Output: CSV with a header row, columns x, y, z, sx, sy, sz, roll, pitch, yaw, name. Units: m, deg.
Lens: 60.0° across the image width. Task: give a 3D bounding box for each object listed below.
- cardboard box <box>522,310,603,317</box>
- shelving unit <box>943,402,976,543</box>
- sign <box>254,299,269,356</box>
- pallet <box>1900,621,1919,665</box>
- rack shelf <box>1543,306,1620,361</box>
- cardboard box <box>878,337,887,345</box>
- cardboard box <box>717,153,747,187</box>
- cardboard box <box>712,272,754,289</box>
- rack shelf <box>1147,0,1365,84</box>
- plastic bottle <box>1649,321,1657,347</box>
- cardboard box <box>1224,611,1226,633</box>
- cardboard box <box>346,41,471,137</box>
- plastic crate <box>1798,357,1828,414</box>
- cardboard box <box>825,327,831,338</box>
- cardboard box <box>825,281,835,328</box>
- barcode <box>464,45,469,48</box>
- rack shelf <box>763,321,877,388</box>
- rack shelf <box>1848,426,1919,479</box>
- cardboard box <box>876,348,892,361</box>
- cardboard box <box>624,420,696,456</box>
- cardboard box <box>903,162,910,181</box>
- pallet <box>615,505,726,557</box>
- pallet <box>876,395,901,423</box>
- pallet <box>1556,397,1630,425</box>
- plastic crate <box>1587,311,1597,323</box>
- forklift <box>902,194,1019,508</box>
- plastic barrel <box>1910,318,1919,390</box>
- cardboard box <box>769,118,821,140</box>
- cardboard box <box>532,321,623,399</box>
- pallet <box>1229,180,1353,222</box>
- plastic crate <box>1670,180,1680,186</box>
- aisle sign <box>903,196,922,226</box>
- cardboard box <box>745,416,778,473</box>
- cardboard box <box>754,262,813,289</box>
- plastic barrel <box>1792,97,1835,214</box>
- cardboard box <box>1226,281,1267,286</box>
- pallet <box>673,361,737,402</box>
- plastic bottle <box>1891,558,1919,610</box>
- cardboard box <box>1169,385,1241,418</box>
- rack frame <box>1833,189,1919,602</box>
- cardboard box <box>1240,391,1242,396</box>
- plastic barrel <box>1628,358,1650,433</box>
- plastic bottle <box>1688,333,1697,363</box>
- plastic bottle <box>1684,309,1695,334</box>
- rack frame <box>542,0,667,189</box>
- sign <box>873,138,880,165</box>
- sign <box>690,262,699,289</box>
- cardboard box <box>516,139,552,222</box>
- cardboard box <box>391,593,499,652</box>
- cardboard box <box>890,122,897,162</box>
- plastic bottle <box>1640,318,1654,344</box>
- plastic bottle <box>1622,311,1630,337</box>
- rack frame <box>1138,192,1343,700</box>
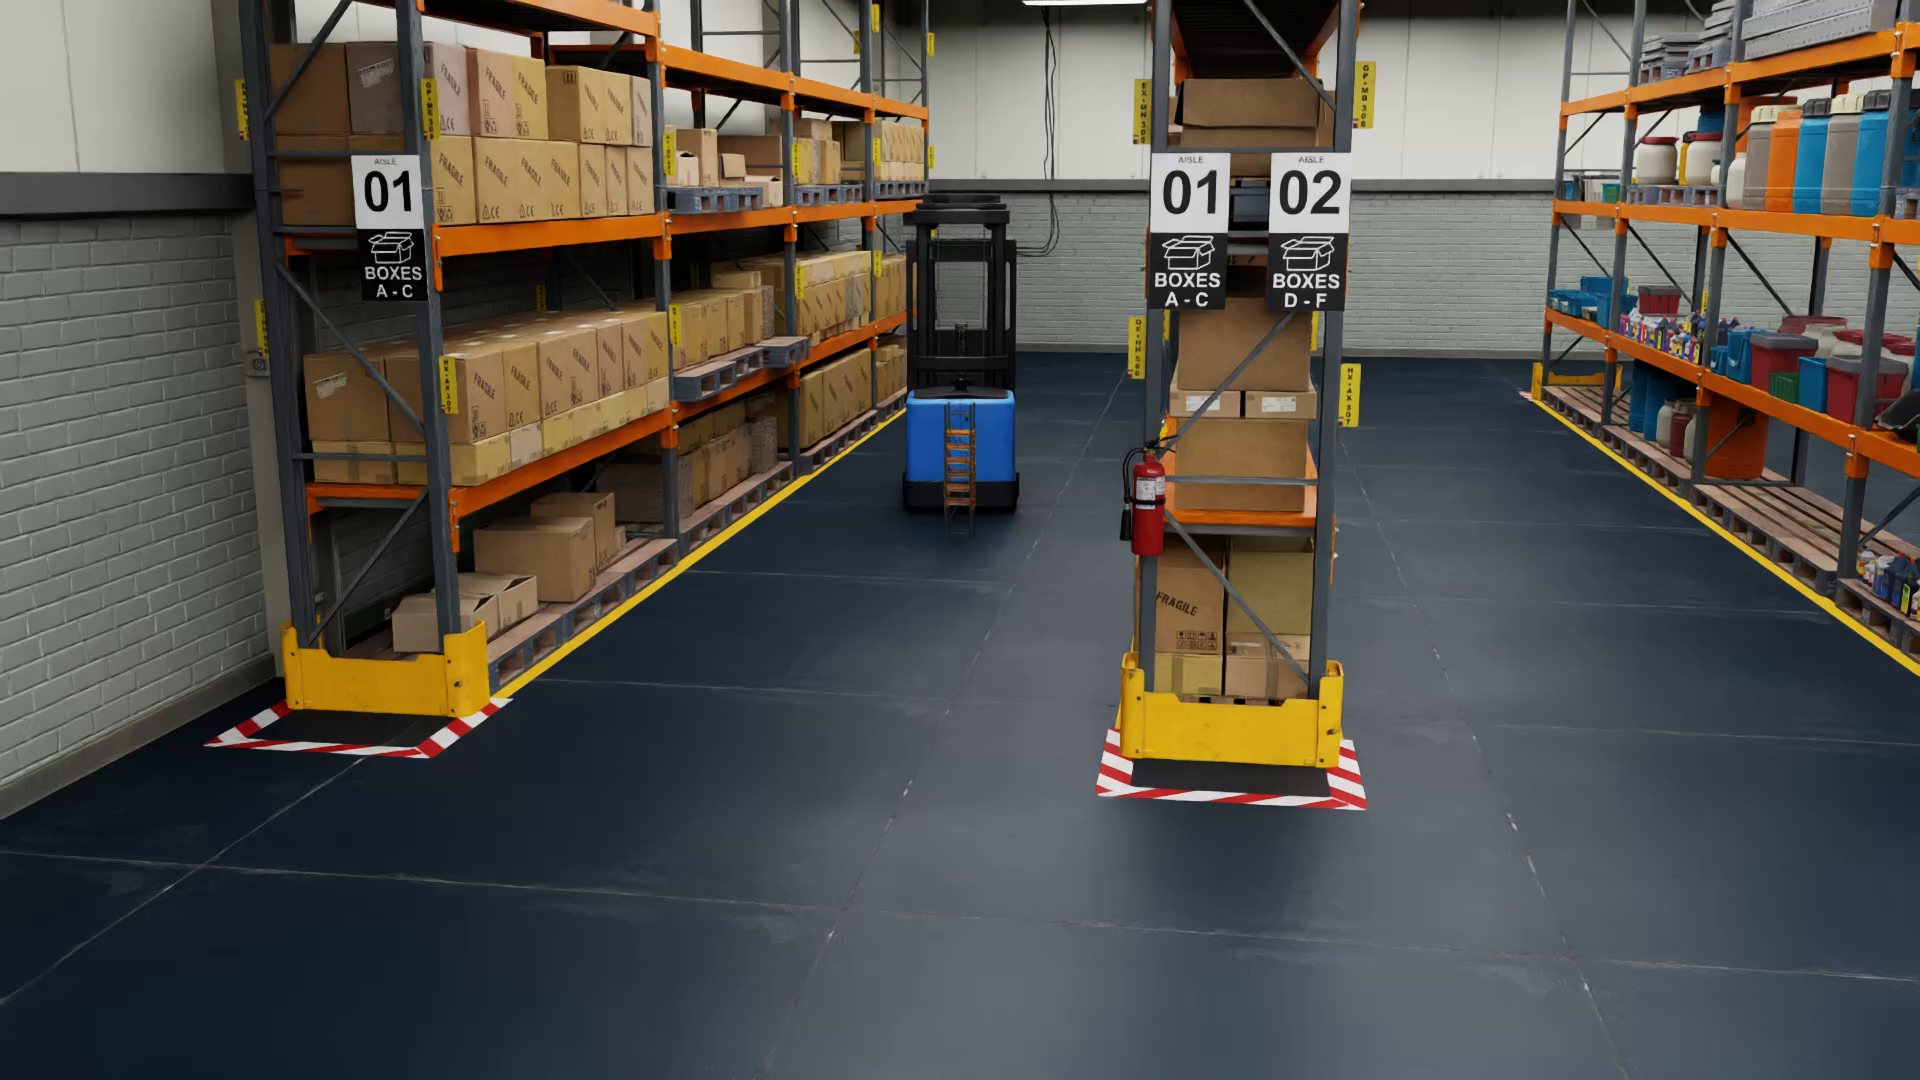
x,y,z,sx,sy,sz,roll,pitch,yaw,name
-3.087,-1.513,12.924,0.500,0.500,0.500,2,12,7,cardboard box
-0.002,-0.584,14.353,0.258,1.200,0.189,2,12,9,shelving unit
-3.969,-1.211,9.495,0.100,0.325,0.005,2,12,9,sign
6.651,0.776,10.392,1.003,0.211,1.213,2,12,9,pallet
8.519,-2.710,21.657,1.077,0.370,4.000,2,12,9,rack shelf
-1.266,-2.826,23.882,0.380,0.149,0.250,2,12,9,cardboard box
-2.484,-3.394,15.708,0.797,0.503,0.637,4,13,17,cardboard box
-2.251,-2.575,16.499,0.380,0.149,0.250,0,12,-1,cardboard box
1.779,-3.111,10.224,1.077,0.370,4.000,2,12,9,rack shelf
7.541,-2.234,18.047,0.097,0.271,0.097,0,12,0,plastic bottle
1.925,0.517,10.503,0.500,0.250,0.500,2,12,9,cardboard box
-3.124,-2.555,9.449,0.500,0.500,0.500,1,12,5,cardboard box
6.843,-1.212,13.036,0.392,0.384,0.575,2,12,9,plastic crate
-1.688,-2.402,19.066,0.380,0.149,0.250,2,12,9,cardboard box
-1.698,-2.643,18.646,0.500,0.500,0.500,2,12,8,cardboard box
-3.447,-3.421,11.617,0.001,0.075,0.075,2,12,9,barcode
-1.886,-2.199,19.283,1.077,0.370,4.000,2,12,9,rack shelf
6.673,-0.212,10.066,1.077,0.370,4.000,2,12,9,rack shelf
-1.129,-2.485,22.300,0.380,0.149,0.250,2,12,11,cardboard box
-2.647,-0.907,14.689,0.500,0.250,0.500,2,12,7,cardboard box
-0.967,-5.069,22.894,0.500,0.250,0.500,2,12,7,cardboard box
-2.690,-0.100,14.458,1.003,0.211,1.213,2,12,9,pallet
-1.384,-1.759,22.155,1.003,0.211,1.213,2,12,9,pallet
8.471,-1.691,21.841,1.003,0.211,1.213,2,12,9,pallet
8.118,-2.782,20.794,0.437,0.125,0.590,2,12,9,plastic crate
0.014,-1.996,16.799,1.130,2.935,3.031,0,12,0,forklift
7.340,-1.296,12.197,0.600,0.901,0.708,2,12,9,plastic barrel
-1.913,-4.769,19.321,0.500,0.250,0.500,1,12,7,cardboard box
-2.735,-1.287,11.875,0.500,0.500,0.500,2,12,7,cardboard box
1.606,-1.878,9.179,1.003,0.211,1.213,2,12,9,pallet
8.673,-4.298,20.506,0.497,0.269,0.590,2,12,9,plastic crate
-0.655,-5.075,24.753,0.394,0.787,0.004,2,12,9,aisle sign
-2.252,-0.976,16.789,0.700,0.500,0.500,2,12,9,cardboard box
-1.864,-2.797,17.580,0.500,0.250,0.500,2,12,10,cardboard box
7.046,-3.077,13.341,0.600,0.901,0.708,2,12,9,plastic barrel
1.717,-1.314,10.155,0.700,0.500,0.500,2,12,9,cardboard box
-2.547,-1.362,14.148,1.003,0.211,1.213,2,12,9,pallet
6.418,0.293,11.255,0.144,0.351,0.185,1,12,6,plastic bottle
1.342,-0.761,9.126,0.380,0.149,0.250,2,12,8,cardboard box
6.981,-0.980,11.922,1.000,3.000,0.127,2,12,9,rack frame
1.714,-0.667,10.232,0.700,0.500,0.500,2,12,9,cardboard box
8.111,-1.712,19.303,0.600,0.901,0.708,2,12,9,plastic barrel
7.272,-1.902,16.476,0.061,0.283,0.133,2,12,9,plastic bottle
8.251,-2.424,18.739,0.144,0.351,0.185,2,12,9,plastic bottle
-2.808,-4.234,12.780,1.000,3.000,0.127,2,12,9,rack frame
-1.040,-4.824,20.663,0.100,0.325,0.005,2,12,9,sign
-2.742,-2.717,17.234,0.100,0.325,0.005,2,12,9,sign
-2.931,-2.274,10.520,0.500,0.500,0.500,2,12,11,cardboard box
-3.228,0.490,10.440,0.500,0.311,0.500,0,12,2,cardboard box
-1.118,-5.227,21.849,0.500,0.500,0.500,2,12,7,cardboard box
7.621,-2.308,18.378,0.152,0.276,0.135,2,12,9,plastic bottle
7.713,-2.498,19.243,0.061,0.283,0.133,2,12,9,plastic bottle
1.472,-0.309,8.807,1.000,3.000,0.127,2,12,9,rack frame
